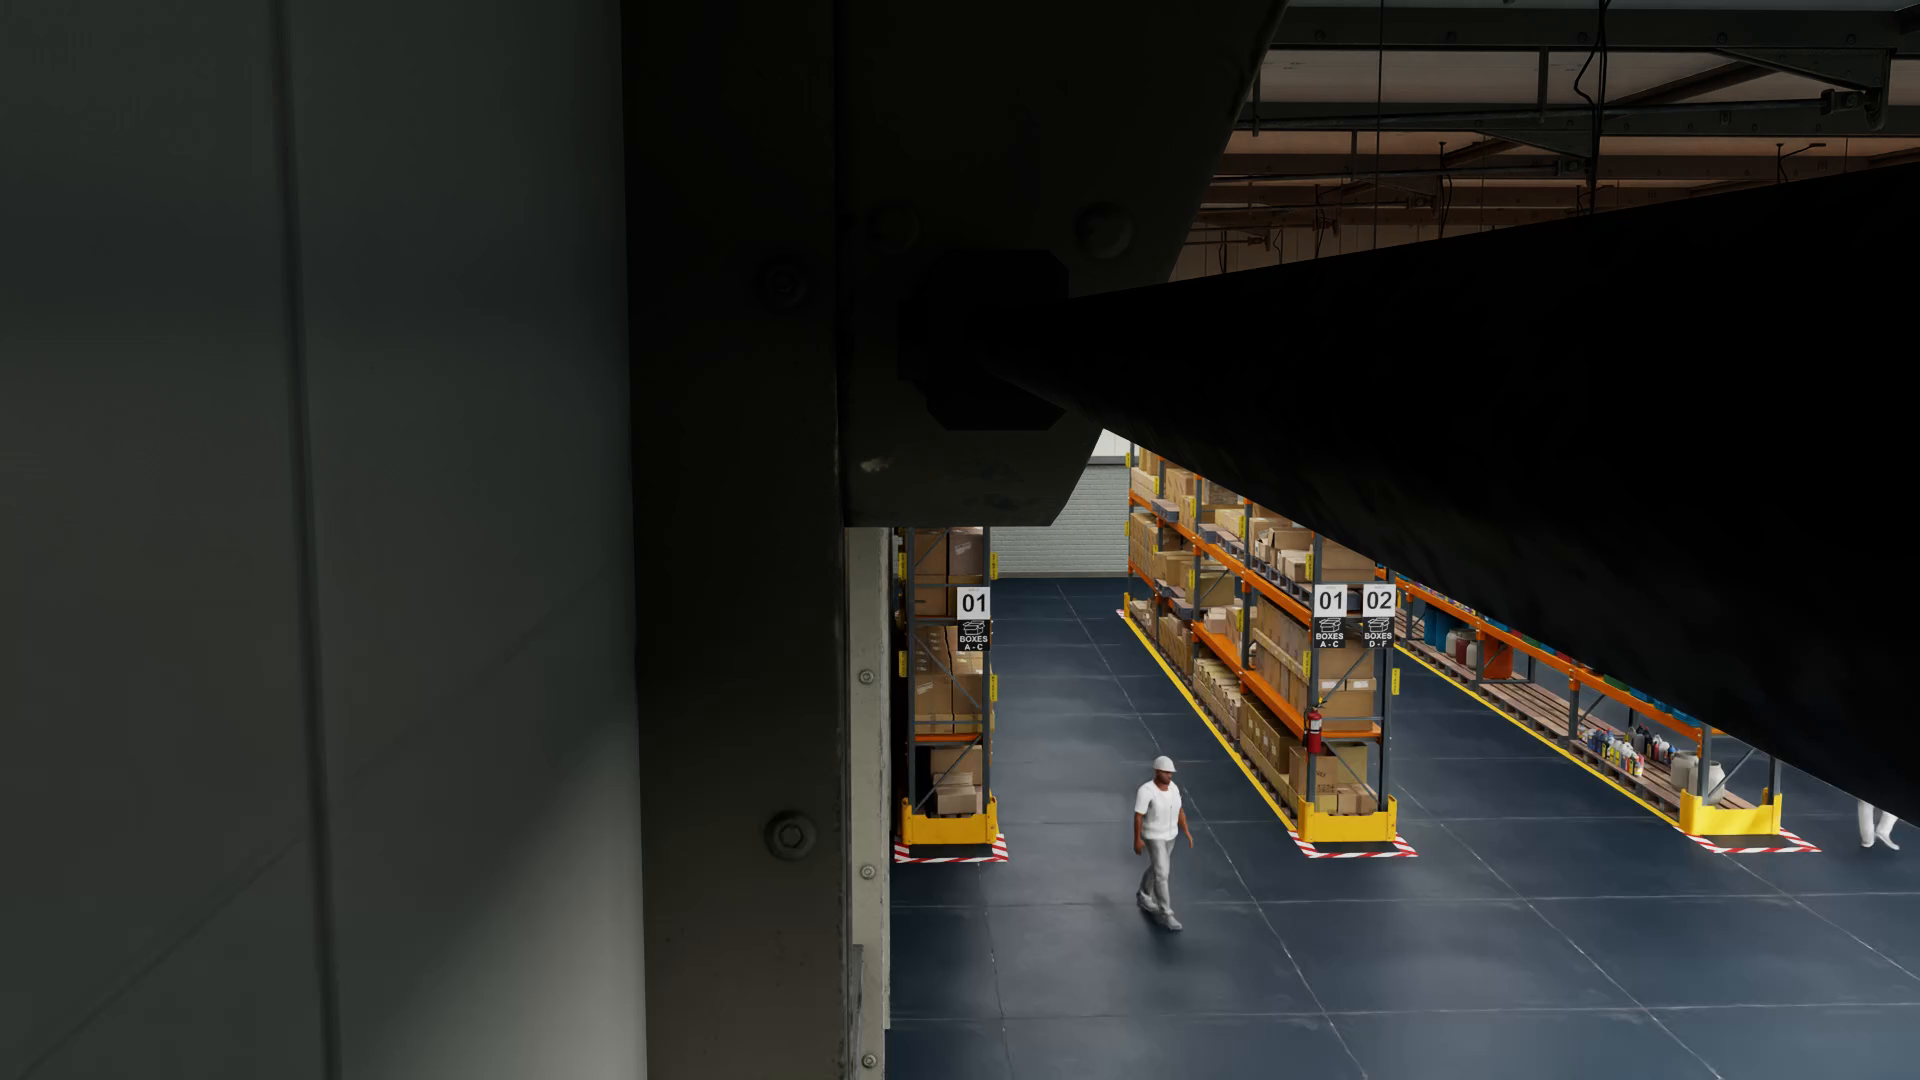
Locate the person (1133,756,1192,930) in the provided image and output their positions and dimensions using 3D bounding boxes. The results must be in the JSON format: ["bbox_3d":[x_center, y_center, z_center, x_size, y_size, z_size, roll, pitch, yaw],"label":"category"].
[{"bbox_3d":[2.199,3.179,17.787,0.590,1.734,0.843,-7,10,-43],"label":"person"}]

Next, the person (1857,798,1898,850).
[{"bbox_3d":[11.129,2.892,20.220,0.650,1.742,0.515,7,10,43],"label":"person"}]
